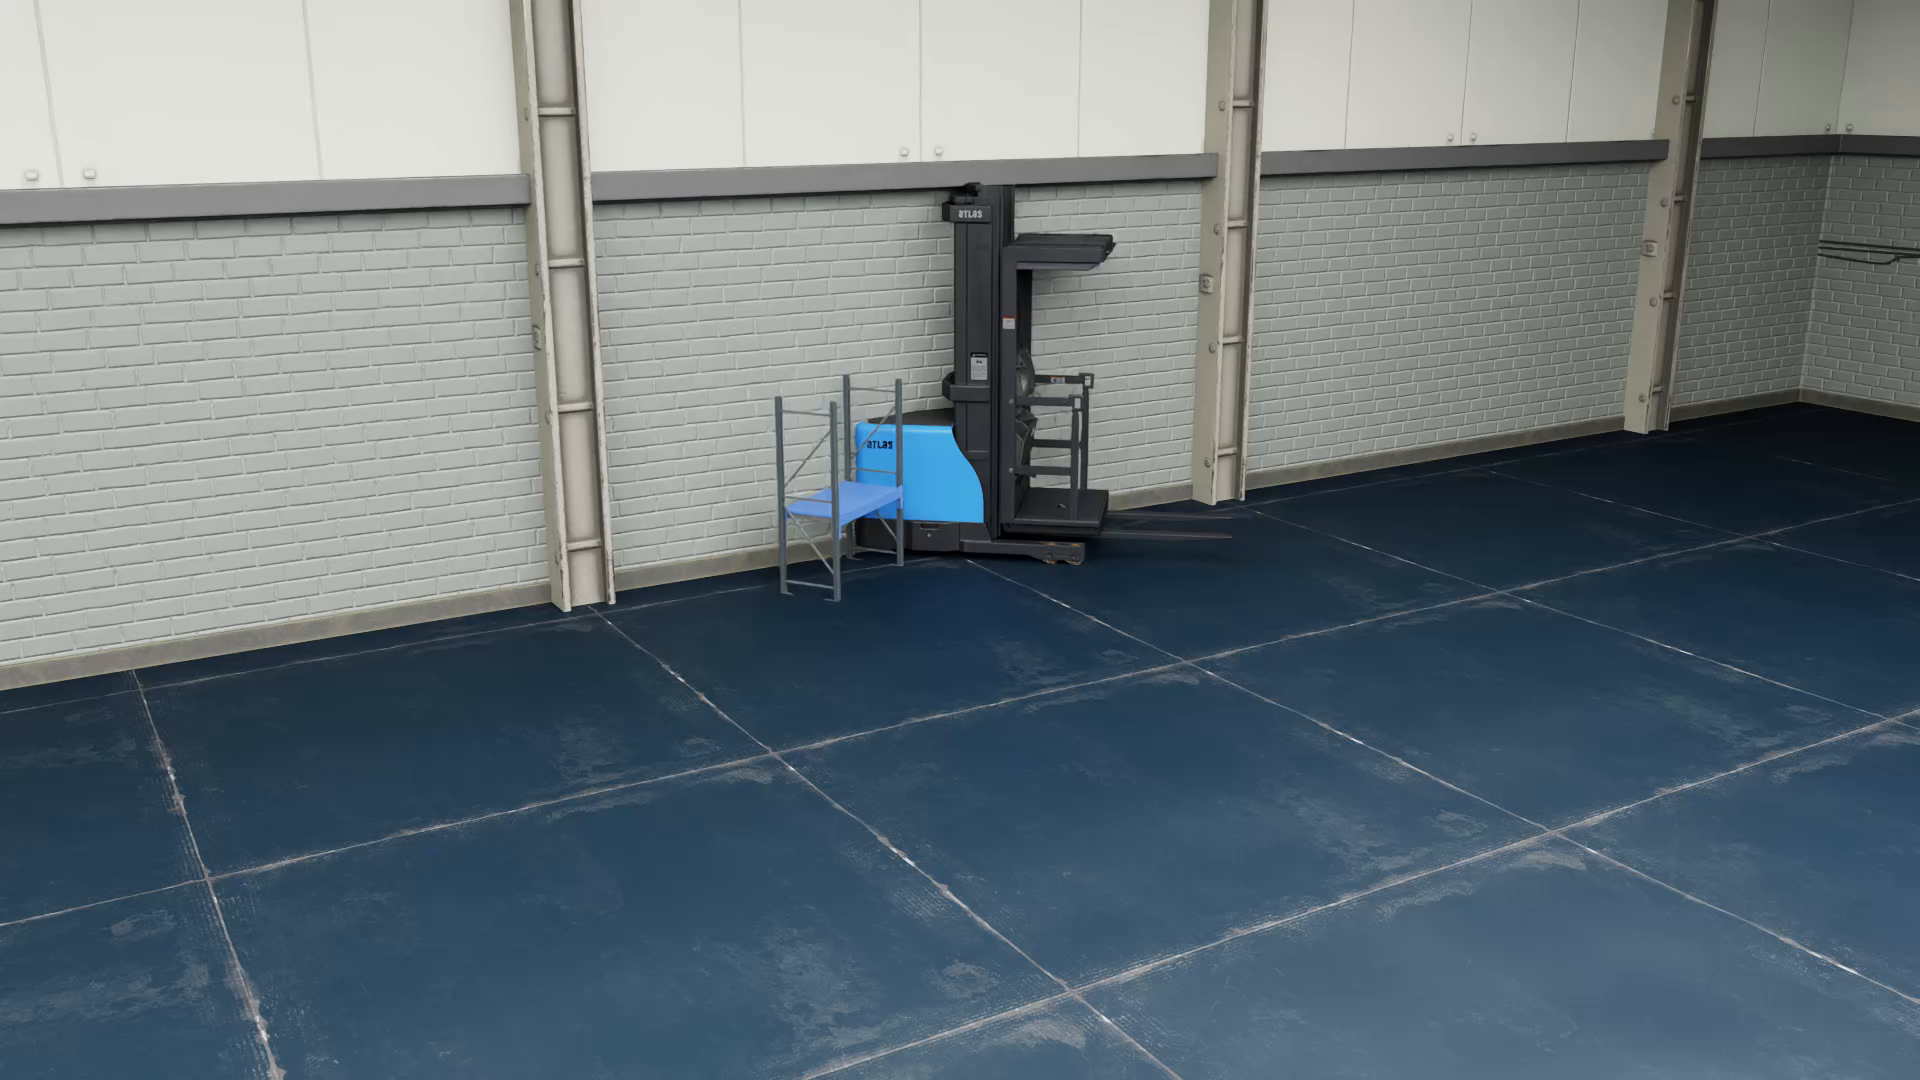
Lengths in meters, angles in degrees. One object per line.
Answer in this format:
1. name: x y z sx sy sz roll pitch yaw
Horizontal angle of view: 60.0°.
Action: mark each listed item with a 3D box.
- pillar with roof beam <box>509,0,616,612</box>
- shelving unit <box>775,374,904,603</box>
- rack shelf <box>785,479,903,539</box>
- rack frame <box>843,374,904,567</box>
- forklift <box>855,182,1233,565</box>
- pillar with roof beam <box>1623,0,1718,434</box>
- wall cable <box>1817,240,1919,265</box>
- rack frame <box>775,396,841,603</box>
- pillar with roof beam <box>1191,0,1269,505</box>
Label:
1. pillar with roof beam: -0.563 -2.879 7.510 0.400 9.000 9.100 -9 18 -30
2. shelving unit: -0.896 -0.416 12.616 0.538 1.500 1.048 7 17 24
3. rack shelf: -0.896 -0.243 12.665 0.538 0.185 1.000 7 17 24
4. rack frame: -0.679 -0.540 13.059 0.500 1.500 0.032 7 17 24
5. forklift: 0.711 -1.367 13.357 3.031 2.935 1.130 2 16 8
6. pillar with roof beam: 9.723 -4.548 13.461 0.400 9.000 9.100 -9 18 -30
7. wall cable: 10.712 -4.152 17.802 0.112 2.526 3.097 -9 18 -30
8. rack frame: -1.113 -0.292 12.173 0.500 1.500 0.032 7 17 24
9. pillar with roof beam: 4.580 -3.713 10.485 0.400 9.000 9.100 -9 18 -30
